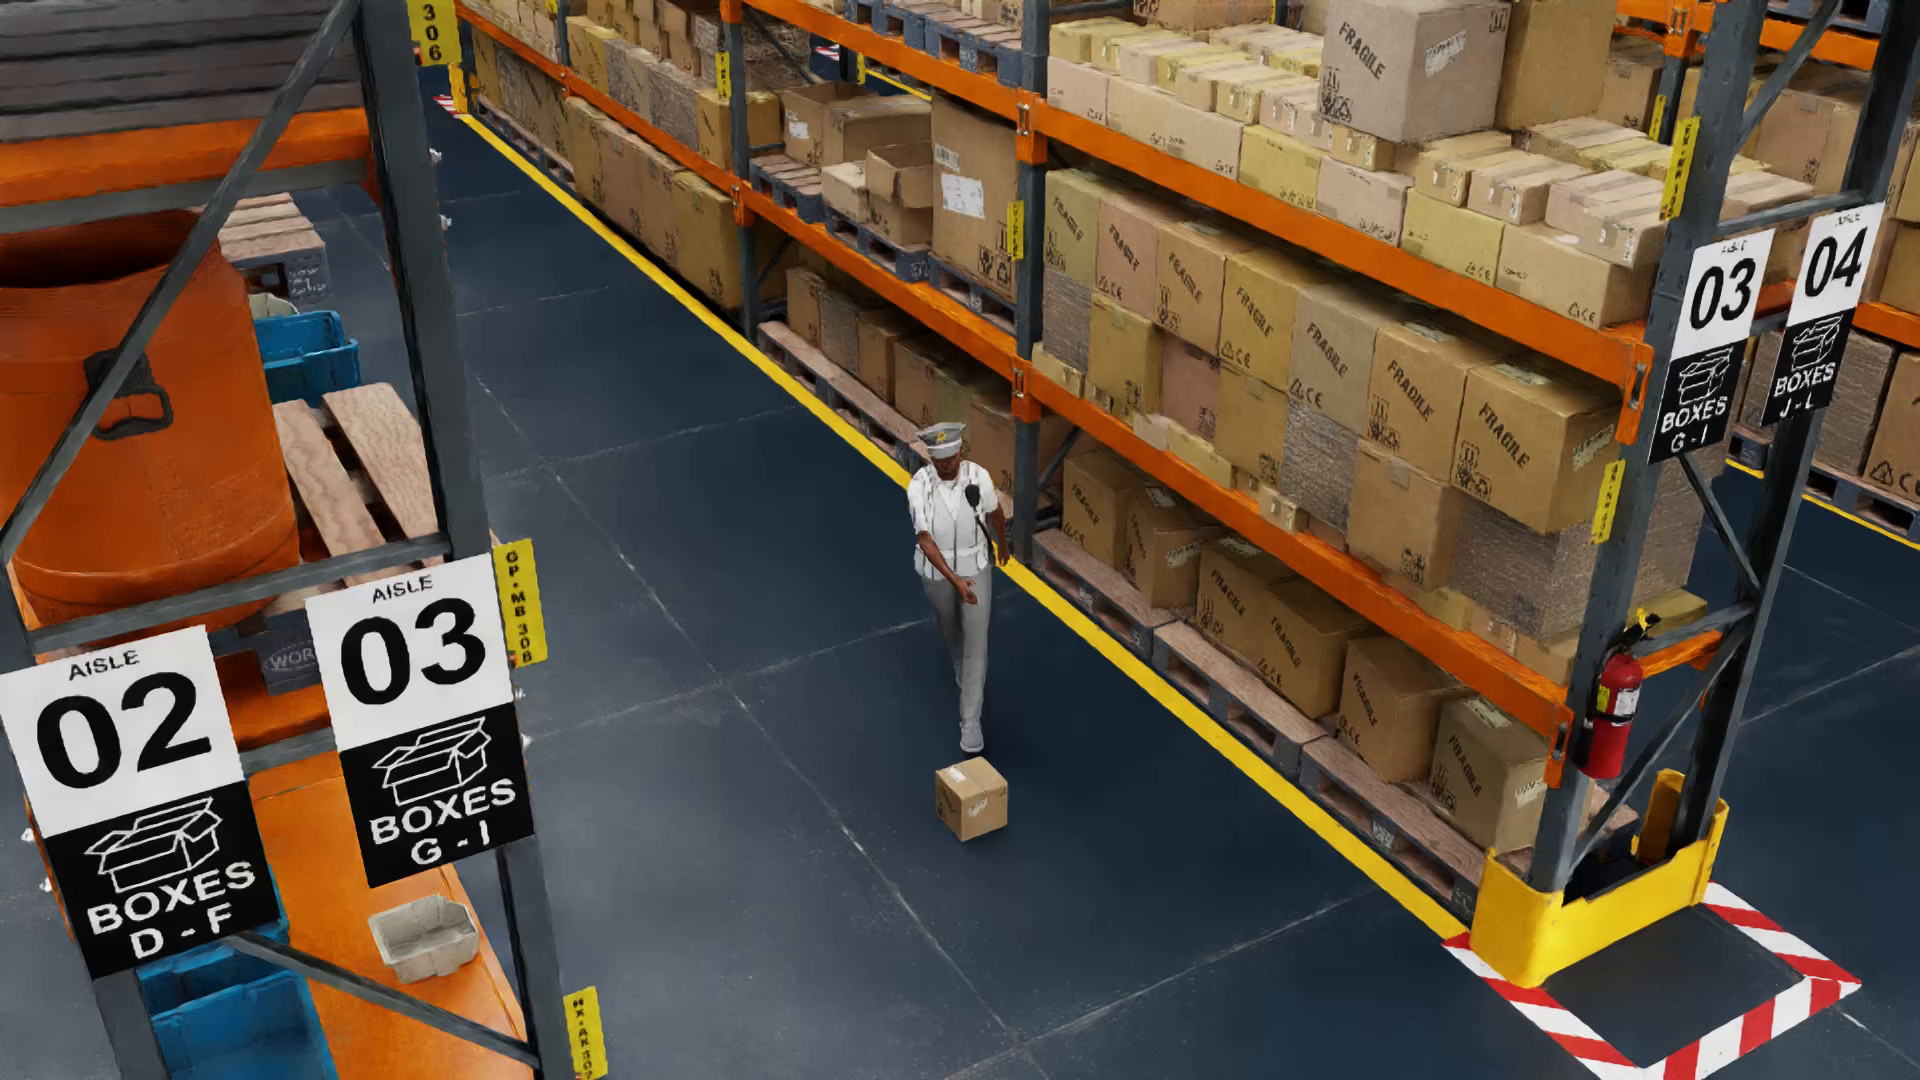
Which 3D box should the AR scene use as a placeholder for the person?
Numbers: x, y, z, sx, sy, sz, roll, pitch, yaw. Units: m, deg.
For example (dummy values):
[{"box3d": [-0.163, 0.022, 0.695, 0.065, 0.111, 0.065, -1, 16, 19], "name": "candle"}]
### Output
[{"box3d": [-0.005, 0.177, 8.208, 0.498, 1.630, 0.905, 0, 29, 0], "name": "person"}]
